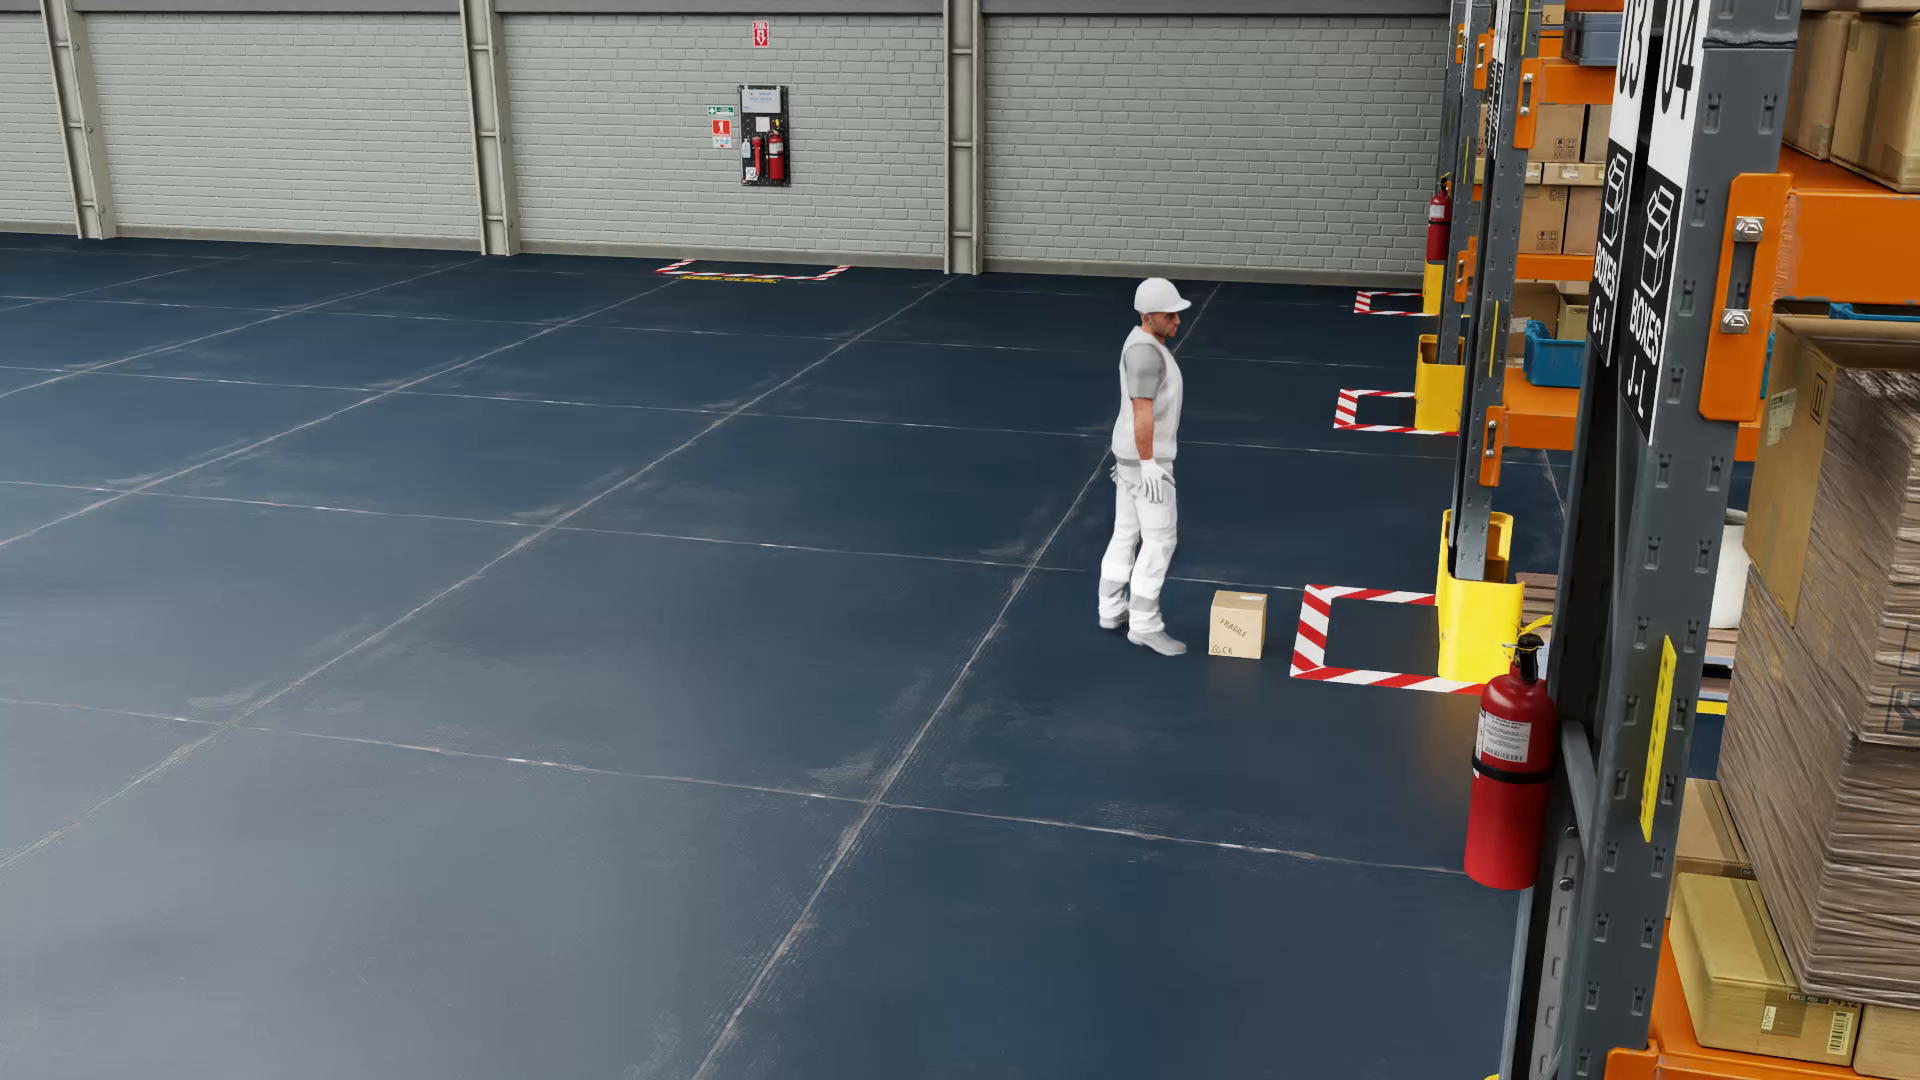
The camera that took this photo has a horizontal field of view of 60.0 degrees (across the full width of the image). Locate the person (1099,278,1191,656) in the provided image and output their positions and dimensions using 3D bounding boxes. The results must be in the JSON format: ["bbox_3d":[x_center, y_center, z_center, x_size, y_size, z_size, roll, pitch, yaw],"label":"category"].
[{"bbox_3d":[0.910,-0.351,8.043,0.427,1.815,0.703,1,18,2],"label":"person"}]
